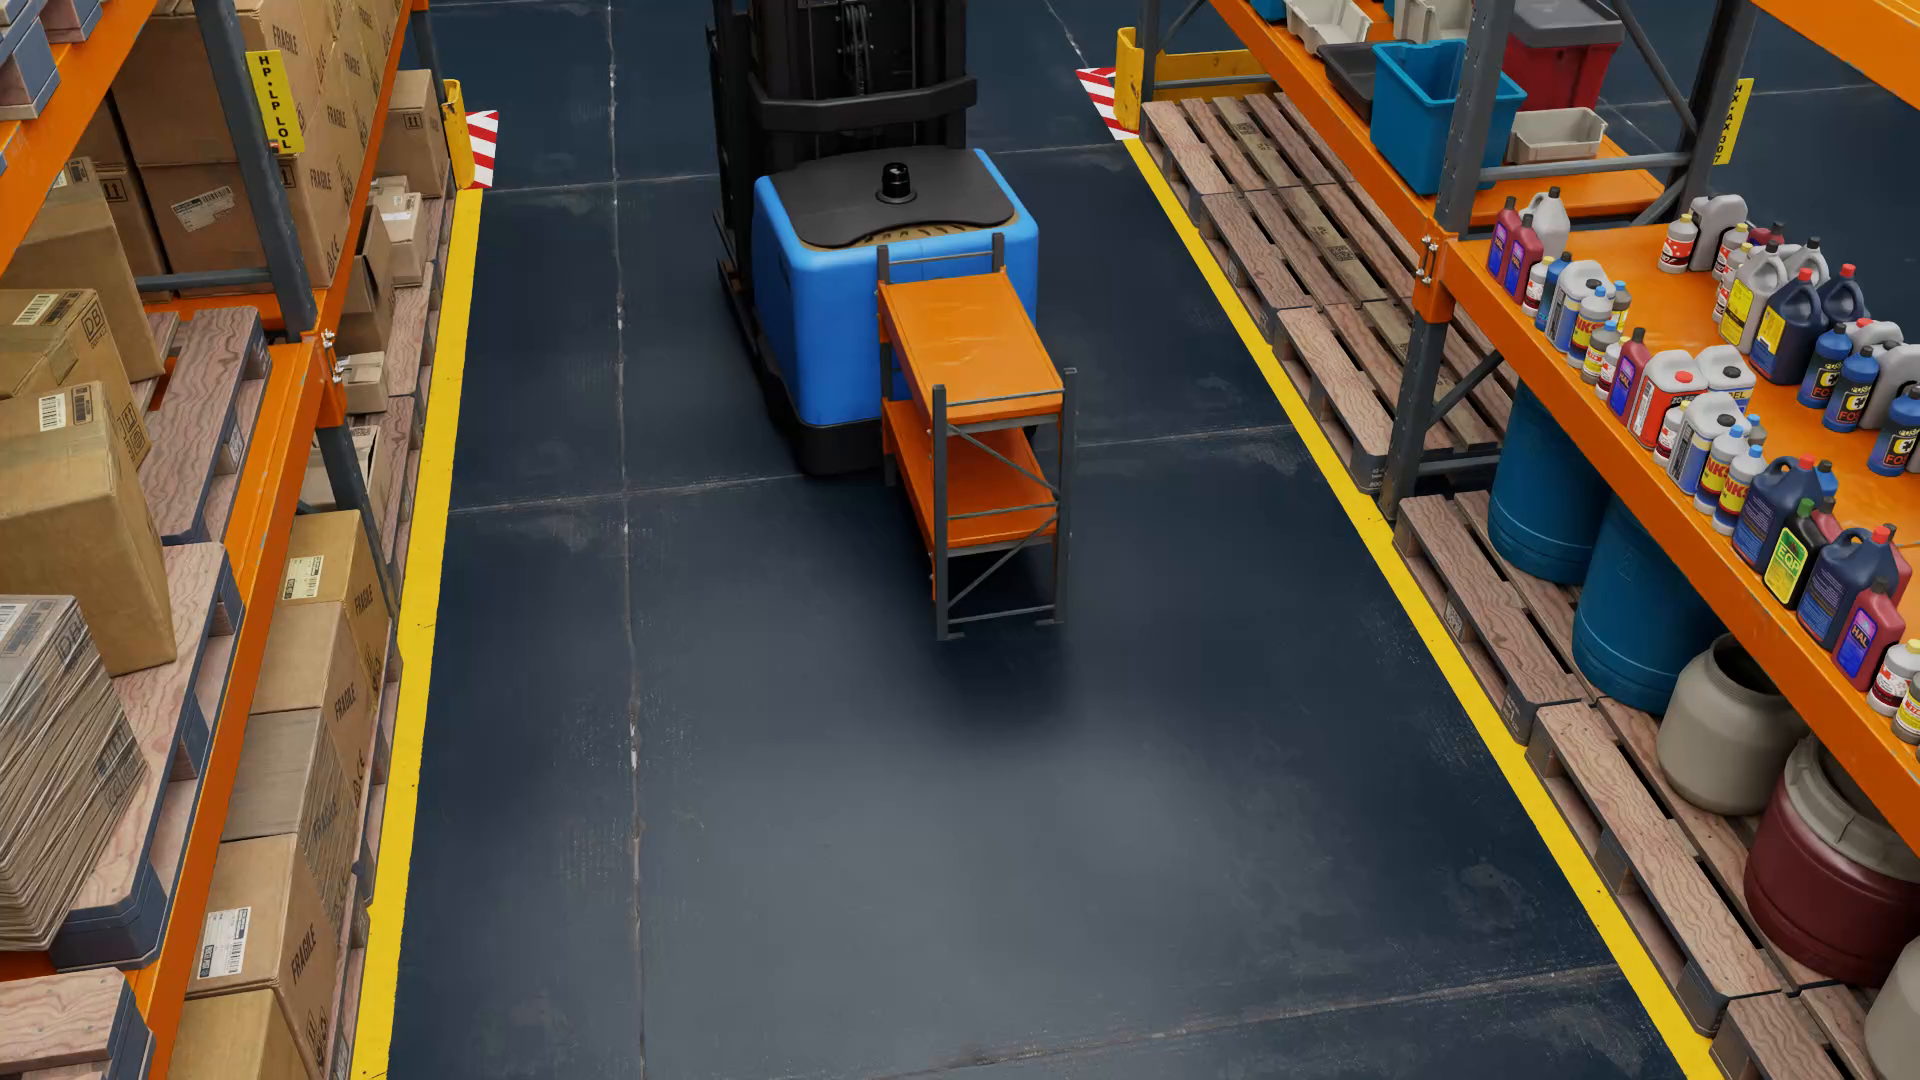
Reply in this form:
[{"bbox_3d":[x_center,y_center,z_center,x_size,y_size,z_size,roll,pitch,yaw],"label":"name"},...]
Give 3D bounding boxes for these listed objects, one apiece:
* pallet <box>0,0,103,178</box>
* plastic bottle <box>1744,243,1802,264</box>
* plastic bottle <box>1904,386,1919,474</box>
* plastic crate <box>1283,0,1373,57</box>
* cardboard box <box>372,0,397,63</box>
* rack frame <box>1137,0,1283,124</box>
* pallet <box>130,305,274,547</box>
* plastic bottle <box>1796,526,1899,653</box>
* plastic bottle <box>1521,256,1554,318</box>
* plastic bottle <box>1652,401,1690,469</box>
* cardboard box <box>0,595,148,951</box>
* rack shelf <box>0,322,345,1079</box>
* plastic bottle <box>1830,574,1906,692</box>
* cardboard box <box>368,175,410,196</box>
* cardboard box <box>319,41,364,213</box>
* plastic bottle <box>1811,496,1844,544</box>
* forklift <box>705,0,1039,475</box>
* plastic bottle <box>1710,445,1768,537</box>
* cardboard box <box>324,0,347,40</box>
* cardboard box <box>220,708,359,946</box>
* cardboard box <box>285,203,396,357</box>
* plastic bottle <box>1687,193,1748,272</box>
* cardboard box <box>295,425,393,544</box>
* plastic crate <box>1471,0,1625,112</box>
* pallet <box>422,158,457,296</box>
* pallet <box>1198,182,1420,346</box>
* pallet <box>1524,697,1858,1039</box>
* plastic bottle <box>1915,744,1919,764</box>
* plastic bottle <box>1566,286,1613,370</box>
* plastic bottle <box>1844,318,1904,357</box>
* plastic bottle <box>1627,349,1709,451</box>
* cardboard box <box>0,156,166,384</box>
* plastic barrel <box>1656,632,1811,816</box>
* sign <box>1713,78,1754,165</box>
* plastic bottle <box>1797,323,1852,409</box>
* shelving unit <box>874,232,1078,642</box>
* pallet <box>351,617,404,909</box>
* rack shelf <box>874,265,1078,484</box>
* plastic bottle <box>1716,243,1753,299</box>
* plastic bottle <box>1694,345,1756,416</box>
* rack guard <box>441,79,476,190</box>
[{"bbox_3d":[-2.404,-0.898,3.169,1.213,0.211,1.003,-6,38,-8],"label":"pallet"},{"bbox_3d":[2.694,-0.873,5.530,0.152,0.276,0.135,-6,38,-8],"label":"plastic bottle"},{"bbox_3d":[2.847,-0.347,4.853,0.152,0.276,0.135,-6,38,-8],"label":"plastic bottle"},{"bbox_3d":[1.642,-2.285,7.412,0.293,0.136,0.466,-6,38,-8],"label":"plastic crate"},{"bbox_3d":[-2.813,-2.415,7.332,0.500,0.500,0.500,-6,38,-8],"label":"cardboard box"},{"bbox_3d":[1.542,-3.762,9.147,1.000,3.000,0.127,-6,38,-8],"label":"rack frame"},{"bbox_3d":[-2.602,-0.245,4.777,1.003,0.211,1.213,-6,38,-8],"label":"pallet"},{"bbox_3d":[2.266,0.100,4.216,0.144,0.351,0.185,-6,38,-8],"label":"plastic bottle"},{"bbox_3d":[1.949,-0.852,5.563,0.097,0.201,0.097,0,38,0],"label":"plastic bottle"},{"bbox_3d":[2.105,-0.315,4.872,0.097,0.201,0.097,0,38,0],"label":"plastic bottle"},{"bbox_3d":[-2.127,0.454,3.297,0.700,0.500,0.500,0,38,1],"label":"cardboard box"},{"bbox_3d":[-2.284,0.677,4.020,1.077,0.370,4.000,-6,38,-8],"label":"rack shelf"},{"bbox_3d":[2.253,0.227,4.107,0.061,0.283,0.133,-6,38,-8],"label":"plastic bottle"},{"bbox_3d":[-3.016,-1.730,8.483,0.380,0.166,0.250,-6,38,-8],"label":"cardboard box"},{"bbox_3d":[-2.548,-1.501,6.155,0.500,0.500,0.500,-6,38,-7],"label":"cardboard box"},{"bbox_3d":[2.257,0.029,4.363,0.061,0.283,0.133,-6,38,-8],"label":"plastic bottle"},{"bbox_3d":[-0.580,-2.340,7.373,1.130,2.935,3.031,-10,39,-13],"label":"forklift"},{"bbox_3d":[2.162,-0.143,4.594,0.097,0.271,0.097,0,38,0],"label":"plastic bottle"},{"bbox_3d":[-2.621,-2.187,6.223,0.500,0.500,0.500,-7,38,-9],"label":"cardboard box"},{"bbox_3d":[-2.100,0.868,4.867,0.500,0.500,0.500,-6,38,-7],"label":"cardboard box"},{"bbox_3d":[-2.969,-1.137,7.445,0.797,0.503,0.637,-6,38,-8],"label":"cardboard box"},{"bbox_3d":[2.630,-1.094,5.814,0.152,0.276,0.135,-6,38,-8],"label":"plastic bottle"},{"bbox_3d":[-2.495,-0.204,6.401,0.500,0.311,0.500,-6,38,-8],"label":"cardboard box"},{"bbox_3d":[2.333,-1.961,6.728,0.402,0.464,0.583,-6,38,-8],"label":"plastic crate"},{"bbox_3d":[-3.182,-1.603,8.641,1.003,0.211,1.213,-6,38,-8],"label":"pallet"},{"bbox_3d":[1.858,-1.423,8.410,1.003,0.211,1.213,-6,38,-8],"label":"pallet"},{"bbox_3d":[2.554,0.964,5.337,1.003,0.211,1.213,-6,38,-8],"label":"pallet"},{"bbox_3d":[2.325,0.445,3.894,0.097,0.201,0.097,0,38,0],"label":"plastic bottle"},{"bbox_3d":[2.006,-0.680,5.286,0.097,0.271,0.097,0,38,0],"label":"plastic bottle"},{"bbox_3d":[2.783,-0.568,5.138,0.152,0.276,0.135,-6,38,-8],"label":"plastic bottle"},{"bbox_3d":[2.111,-0.417,4.943,0.152,0.276,0.135,-6,38,-8],"label":"plastic bottle"},{"bbox_3d":[-2.772,-0.710,4.796,0.700,0.500,0.500,-19,42,-23],"label":"cardboard box"},{"bbox_3d":[2.457,0.580,5.245,0.421,0.512,0.421,0,38,0],"label":"plastic barrel"},{"bbox_3d":[2.785,-1.513,6.027,0.100,0.325,0.005,-6,38,-8],"label":"sign"},{"bbox_3d":[2.663,-0.542,5.107,0.097,0.271,0.097,0,38,0],"label":"plastic bottle"},{"bbox_3d":[0.040,-0.406,6.356,0.538,1.125,1.048,-8,39,-10],"label":"shelving unit"},{"bbox_3d":[-2.455,0.773,5.583,1.003,0.211,1.213,-6,38,-8],"label":"pallet"},{"bbox_3d":[0.040,-0.637,6.176,0.538,0.278,1.000,-8,39,-10],"label":"rack shelf"},{"bbox_3d":[2.641,-0.910,5.638,0.097,0.201,0.097,0,38,0],"label":"plastic bottle"},{"bbox_3d":[2.261,-0.433,4.964,0.152,0.276,0.135,-6,38,-8],"label":"plastic bottle"},{"bbox_3d":[-3.322,-2.198,9.172,1.175,0.500,0.348,-6,38,-8],"label":"rack guard"}]
